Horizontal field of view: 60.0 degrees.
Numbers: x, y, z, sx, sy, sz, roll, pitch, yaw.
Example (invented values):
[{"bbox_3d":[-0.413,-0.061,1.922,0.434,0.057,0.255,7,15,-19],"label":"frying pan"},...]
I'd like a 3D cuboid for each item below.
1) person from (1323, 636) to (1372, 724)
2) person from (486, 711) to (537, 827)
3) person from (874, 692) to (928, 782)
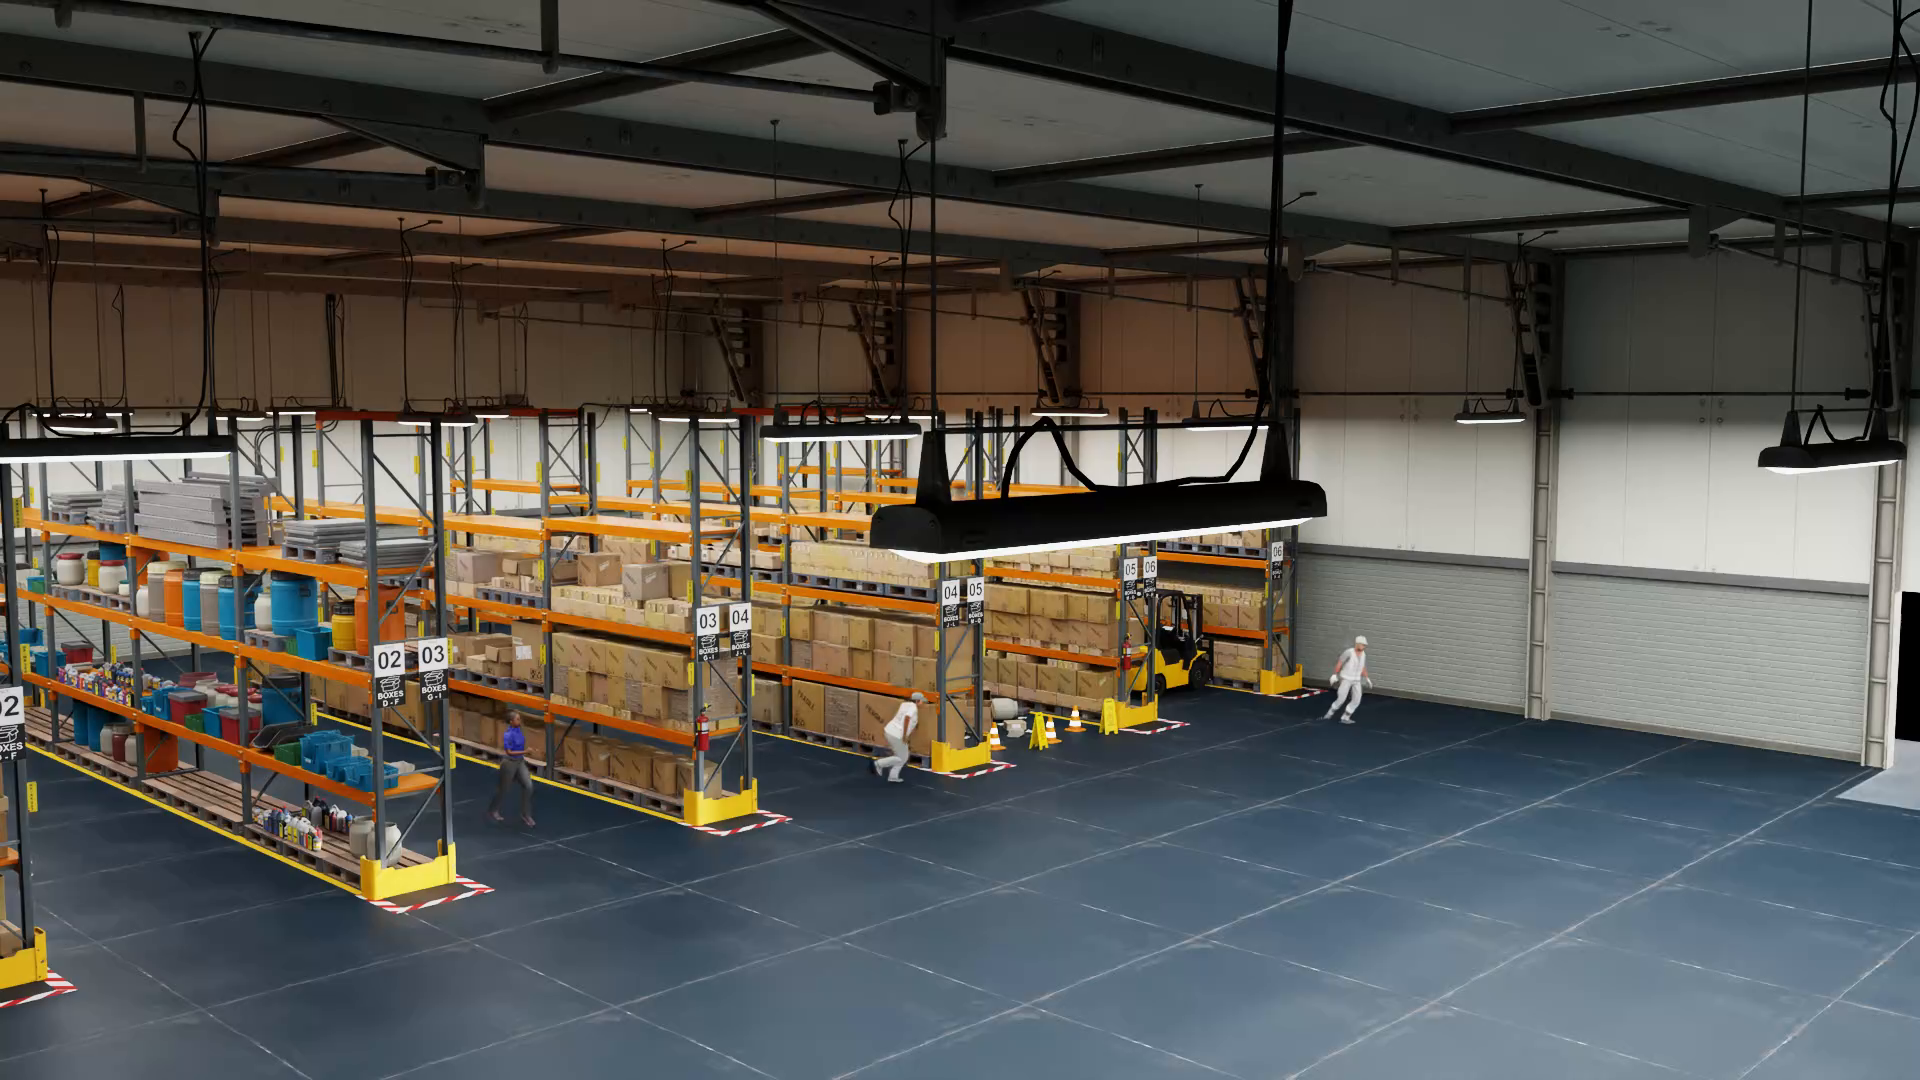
[{"bbox_3d":[7.416,2.661,31.740,0.822,1.702,0.687,-3,6,-26],"label":"person"},{"bbox_3d":[-6.554,3.350,24.340,0.847,1.714,0.521,2,5,21],"label":"person"},{"bbox_3d":[-0.953,3.219,26.994,0.923,1.479,0.624,-2,5,-19],"label":"person"}]
